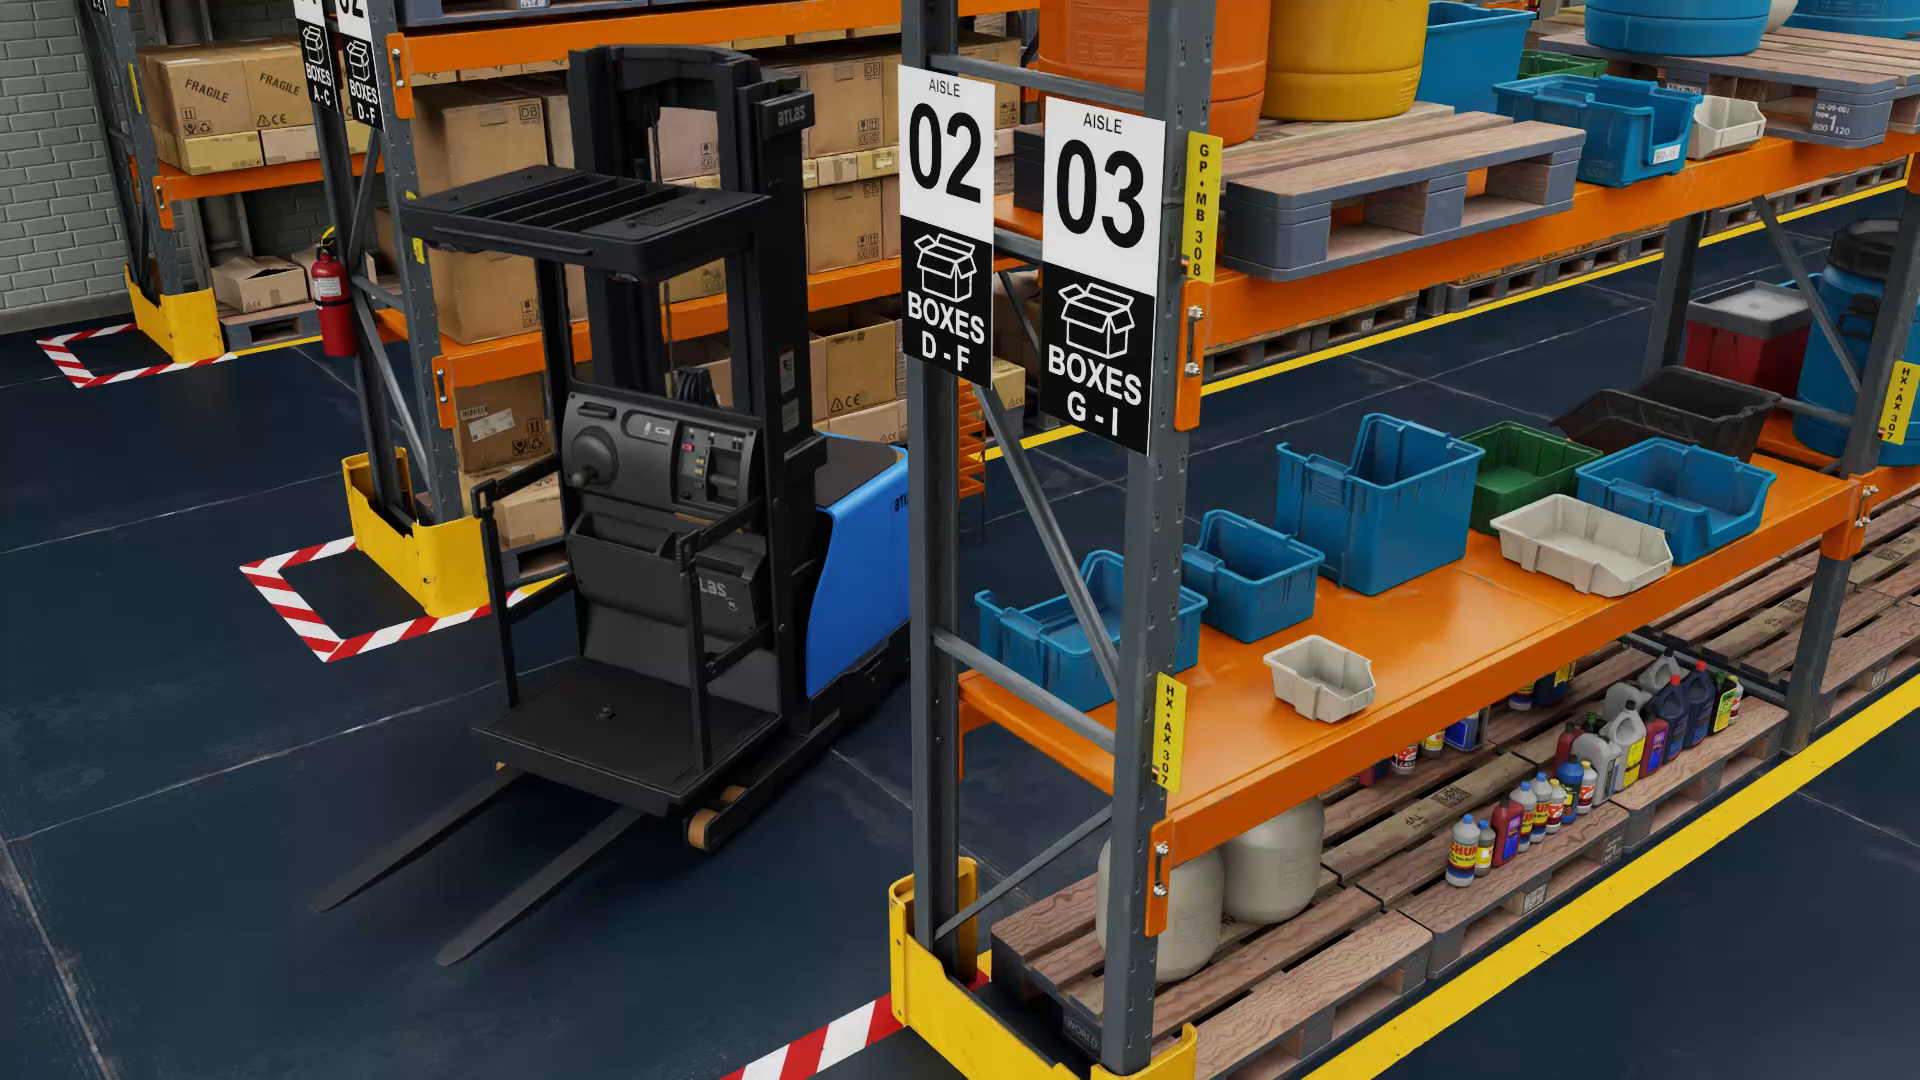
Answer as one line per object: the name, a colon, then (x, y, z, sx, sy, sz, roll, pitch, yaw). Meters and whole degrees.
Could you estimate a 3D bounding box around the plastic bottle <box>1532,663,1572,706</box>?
plastic bottle: (2.547, 0.525, 7.180, 0.185, 0.351, 0.144, -18, 31, -34)

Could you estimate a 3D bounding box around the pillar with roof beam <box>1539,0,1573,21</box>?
pillar with roof beam: (10.926, -9.279, 18.555, 0.400, 9.000, 9.100, -18, 31, -34)

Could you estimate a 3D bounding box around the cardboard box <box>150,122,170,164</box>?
cardboard box: (-5.664, -2.967, 12.234, 0.500, 0.250, 0.500, -18, 30, -33)

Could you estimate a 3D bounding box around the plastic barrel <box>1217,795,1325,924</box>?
plastic barrel: (1.067, 1.053, 5.873, 0.421, 0.512, 0.421, 0, 25, 0)

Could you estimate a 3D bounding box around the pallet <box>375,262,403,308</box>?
pallet: (-4.231, -2.109, 13.544, 1.213, 0.211, 1.003, -18, 31, -34)

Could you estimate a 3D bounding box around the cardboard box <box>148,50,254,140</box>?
cardboard box: (-5.351, -3.146, 11.728, 0.500, 0.500, 0.500, -18, 31, -34)

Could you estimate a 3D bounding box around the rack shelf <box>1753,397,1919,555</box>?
rack shelf: (4.923, -0.790, 8.244, 4.000, 0.370, 1.077, -18, 31, -34)

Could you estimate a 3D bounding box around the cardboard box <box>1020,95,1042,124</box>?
cardboard box: (1.043, -4.281, 16.966, 0.750, 0.750, 0.750, -19, 31, -35)

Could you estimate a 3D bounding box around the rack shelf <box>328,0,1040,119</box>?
rack shelf: (-1.278, -2.754, 8.912, 4.000, 0.370, 1.077, -18, 31, -34)

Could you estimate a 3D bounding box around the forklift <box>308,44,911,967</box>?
forklift: (-1.302, -0.313, 6.444, 1.130, 2.935, 3.031, 13, 28, 26)

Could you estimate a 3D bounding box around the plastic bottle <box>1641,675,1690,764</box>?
plastic bottle: (2.869, 0.717, 6.765, 0.185, 0.351, 0.144, -20, 32, -37)

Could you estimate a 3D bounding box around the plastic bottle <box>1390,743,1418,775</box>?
plastic bottle: (1.792, 0.833, 6.693, 0.097, 0.201, 0.097, 0, 25, 0)

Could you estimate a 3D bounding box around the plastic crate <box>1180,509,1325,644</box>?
plastic crate: (0.925, 0.113, 5.619, 0.408, 0.251, 0.499, -18, 31, -34)

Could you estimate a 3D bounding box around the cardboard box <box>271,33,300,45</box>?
cardboard box: (-4.866, -3.577, 12.658, 0.500, 0.500, 0.500, -19, 31, -35)

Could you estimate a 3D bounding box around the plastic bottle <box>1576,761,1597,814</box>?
plastic bottle: (2.409, 0.950, 6.442, 0.097, 0.201, 0.097, 0, 25, 0)

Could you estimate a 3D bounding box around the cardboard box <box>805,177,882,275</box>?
cardboard box: (-0.858, -1.899, 9.659, 0.500, 0.500, 0.700, -18, 30, -33)

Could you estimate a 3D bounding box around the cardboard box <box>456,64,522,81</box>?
cardboard box: (-3.737, -3.676, 12.872, 0.500, 0.500, 0.500, -19, 31, -35)

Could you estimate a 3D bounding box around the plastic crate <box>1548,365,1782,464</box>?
plastic crate: (2.859, -0.475, 6.784, 0.504, 0.338, 0.767, -18, 31, -34)

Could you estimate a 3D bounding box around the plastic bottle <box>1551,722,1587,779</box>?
plastic bottle: (2.419, 0.838, 6.586, 0.133, 0.283, 0.061, -18, 31, -34)

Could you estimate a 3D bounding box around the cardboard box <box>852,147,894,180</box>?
cardboard box: (-0.588, -2.173, 9.480, 0.250, 0.149, 0.380, -18, 31, -34)

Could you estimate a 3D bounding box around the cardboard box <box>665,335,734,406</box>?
cardboard box: (-1.515, -0.814, 9.317, 0.500, 0.500, 0.500, -18, 31, -34)

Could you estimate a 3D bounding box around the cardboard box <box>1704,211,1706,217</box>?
cardboard box: (6.379, -3.160, 14.942, 0.500, 0.500, 0.500, -18, 31, -34)

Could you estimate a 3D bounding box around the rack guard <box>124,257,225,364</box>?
rack guard: (-5.852, -1.726, 12.375, 0.348, 0.500, 1.175, -18, 31, -34)

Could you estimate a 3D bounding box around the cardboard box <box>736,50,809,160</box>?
cardboard box: (-1.234, -2.364, 9.121, 0.500, 0.500, 0.700, -18, 31, -34)

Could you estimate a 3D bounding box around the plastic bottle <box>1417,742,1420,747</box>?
plastic bottle: (1.828, 0.685, 6.835, 0.185, 0.351, 0.144, -17, 30, -32)

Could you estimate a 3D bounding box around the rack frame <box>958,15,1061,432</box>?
rack frame: (0.296, -2.239, 10.511, 0.127, 3.000, 1.000, -18, 31, -34)

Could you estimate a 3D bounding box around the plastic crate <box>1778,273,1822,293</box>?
plastic crate: (4.025, -0.979, 7.816, 0.575, 0.384, 0.392, -18, 31, -34)

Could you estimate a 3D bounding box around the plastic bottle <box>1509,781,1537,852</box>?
plastic bottle: (2.090, 1.023, 6.201, 0.097, 0.271, 0.097, 0, 25, 0)

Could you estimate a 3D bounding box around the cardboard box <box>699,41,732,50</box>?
cardboard box: (-2.343, -4.245, 14.192, 0.500, 0.500, 0.700, -18, 30, -34)

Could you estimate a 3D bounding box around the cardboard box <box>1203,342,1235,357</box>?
cardboard box: (1.575, -1.473, 11.628, 0.500, 0.250, 0.500, -19, 31, -36)

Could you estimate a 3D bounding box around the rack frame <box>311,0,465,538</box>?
rack frame: (-2.852, -1.200, 8.272, 0.127, 3.000, 1.000, -18, 31, -34)

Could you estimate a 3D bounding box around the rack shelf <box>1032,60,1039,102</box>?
rack shelf: (1.957, -5.111, 17.555, 4.000, 0.370, 1.077, -18, 31, -34)

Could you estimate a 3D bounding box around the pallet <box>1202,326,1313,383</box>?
pallet: (1.812, -1.497, 12.225, 1.213, 0.211, 1.003, -18, 31, -34)

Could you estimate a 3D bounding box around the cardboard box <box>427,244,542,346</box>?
cardboard box: (-2.477, -1.362, 8.503, 0.500, 0.500, 0.700, -18, 31, -34)

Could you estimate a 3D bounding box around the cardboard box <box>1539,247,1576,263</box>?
cardboard box: (4.784, -2.634, 13.809, 0.500, 0.500, 0.500, -19, 31, -35)

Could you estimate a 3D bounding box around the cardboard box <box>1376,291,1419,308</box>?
cardboard box: (3.180, -2.004, 12.772, 0.500, 0.250, 0.500, -17, 30, -33)

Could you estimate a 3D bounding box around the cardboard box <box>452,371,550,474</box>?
cardboard box: (-2.614, -0.721, 9.117, 0.500, 0.500, 0.500, -18, 31, -34)

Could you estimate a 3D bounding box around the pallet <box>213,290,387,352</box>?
pallet: (-5.191, -1.794, 12.865, 1.213, 0.211, 1.003, -18, 31, -34)

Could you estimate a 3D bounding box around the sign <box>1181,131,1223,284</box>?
sign: (0.538, -0.739, 3.706, 0.005, 0.325, 0.100, -18, 31, -34)

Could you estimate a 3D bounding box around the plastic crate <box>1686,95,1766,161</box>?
plastic crate: (2.336, -1.287, 5.211, 0.396, 0.136, 0.243, -18, 31, -34)

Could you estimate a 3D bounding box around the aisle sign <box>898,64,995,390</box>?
aisle sign: (-0.038, -0.817, 4.359, 0.004, 0.787, 0.394, -18, 31, -34)

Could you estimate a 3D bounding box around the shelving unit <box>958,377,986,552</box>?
shelving unit: (-0.011, -0.540, 8.989, 0.189, 1.200, 0.258, -18, 31, -34)

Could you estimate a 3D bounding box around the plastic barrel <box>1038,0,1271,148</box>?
plastic barrel: (0.506, -1.472, 4.287, 0.708, 0.830, 0.600, -18, 31, -34)

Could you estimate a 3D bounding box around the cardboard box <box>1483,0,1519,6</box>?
cardboard box: (6.284, -6.997, 20.406, 0.700, 0.700, 0.980, -17, 30, -32)

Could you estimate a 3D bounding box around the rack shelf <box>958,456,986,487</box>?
rack shelf: (-0.011, -0.391, 9.059, 0.180, 0.103, 0.258, -18, 31, -34)

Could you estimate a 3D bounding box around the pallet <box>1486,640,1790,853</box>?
pallet: (2.795, 0.828, 7.214, 1.213, 0.211, 1.003, -18, 31, -34)

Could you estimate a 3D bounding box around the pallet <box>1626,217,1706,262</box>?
pallet: (5.974, -2.828, 15.094, 1.213, 0.211, 1.003, -18, 31, -34)

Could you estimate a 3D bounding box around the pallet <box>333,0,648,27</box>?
pallet: (-2.280, -2.696, 8.037, 1.213, 0.211, 1.003, -18, 31, -34)

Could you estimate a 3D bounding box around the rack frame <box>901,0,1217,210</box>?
rack frame: (0.201, -2.279, 3.472, 0.127, 3.000, 1.000, -18, 31, -34)

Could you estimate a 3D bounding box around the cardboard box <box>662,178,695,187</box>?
cardboard box: (-1.599, -1.839, 8.760, 0.250, 0.149, 0.380, -19, 31, -36)

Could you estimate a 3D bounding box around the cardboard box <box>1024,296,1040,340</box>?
cardboard box: (0.775, -1.461, 10.937, 0.500, 0.311, 0.500, -18, 30, -34)

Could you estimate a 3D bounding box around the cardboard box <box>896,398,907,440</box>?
cardboard box: (-0.334, -0.863, 10.313, 0.500, 0.250, 0.500, -18, 31, -34)

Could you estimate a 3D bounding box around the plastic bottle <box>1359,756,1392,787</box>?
plastic bottle: (1.658, 0.831, 6.601, 0.133, 0.283, 0.061, -18, 31, -34)
